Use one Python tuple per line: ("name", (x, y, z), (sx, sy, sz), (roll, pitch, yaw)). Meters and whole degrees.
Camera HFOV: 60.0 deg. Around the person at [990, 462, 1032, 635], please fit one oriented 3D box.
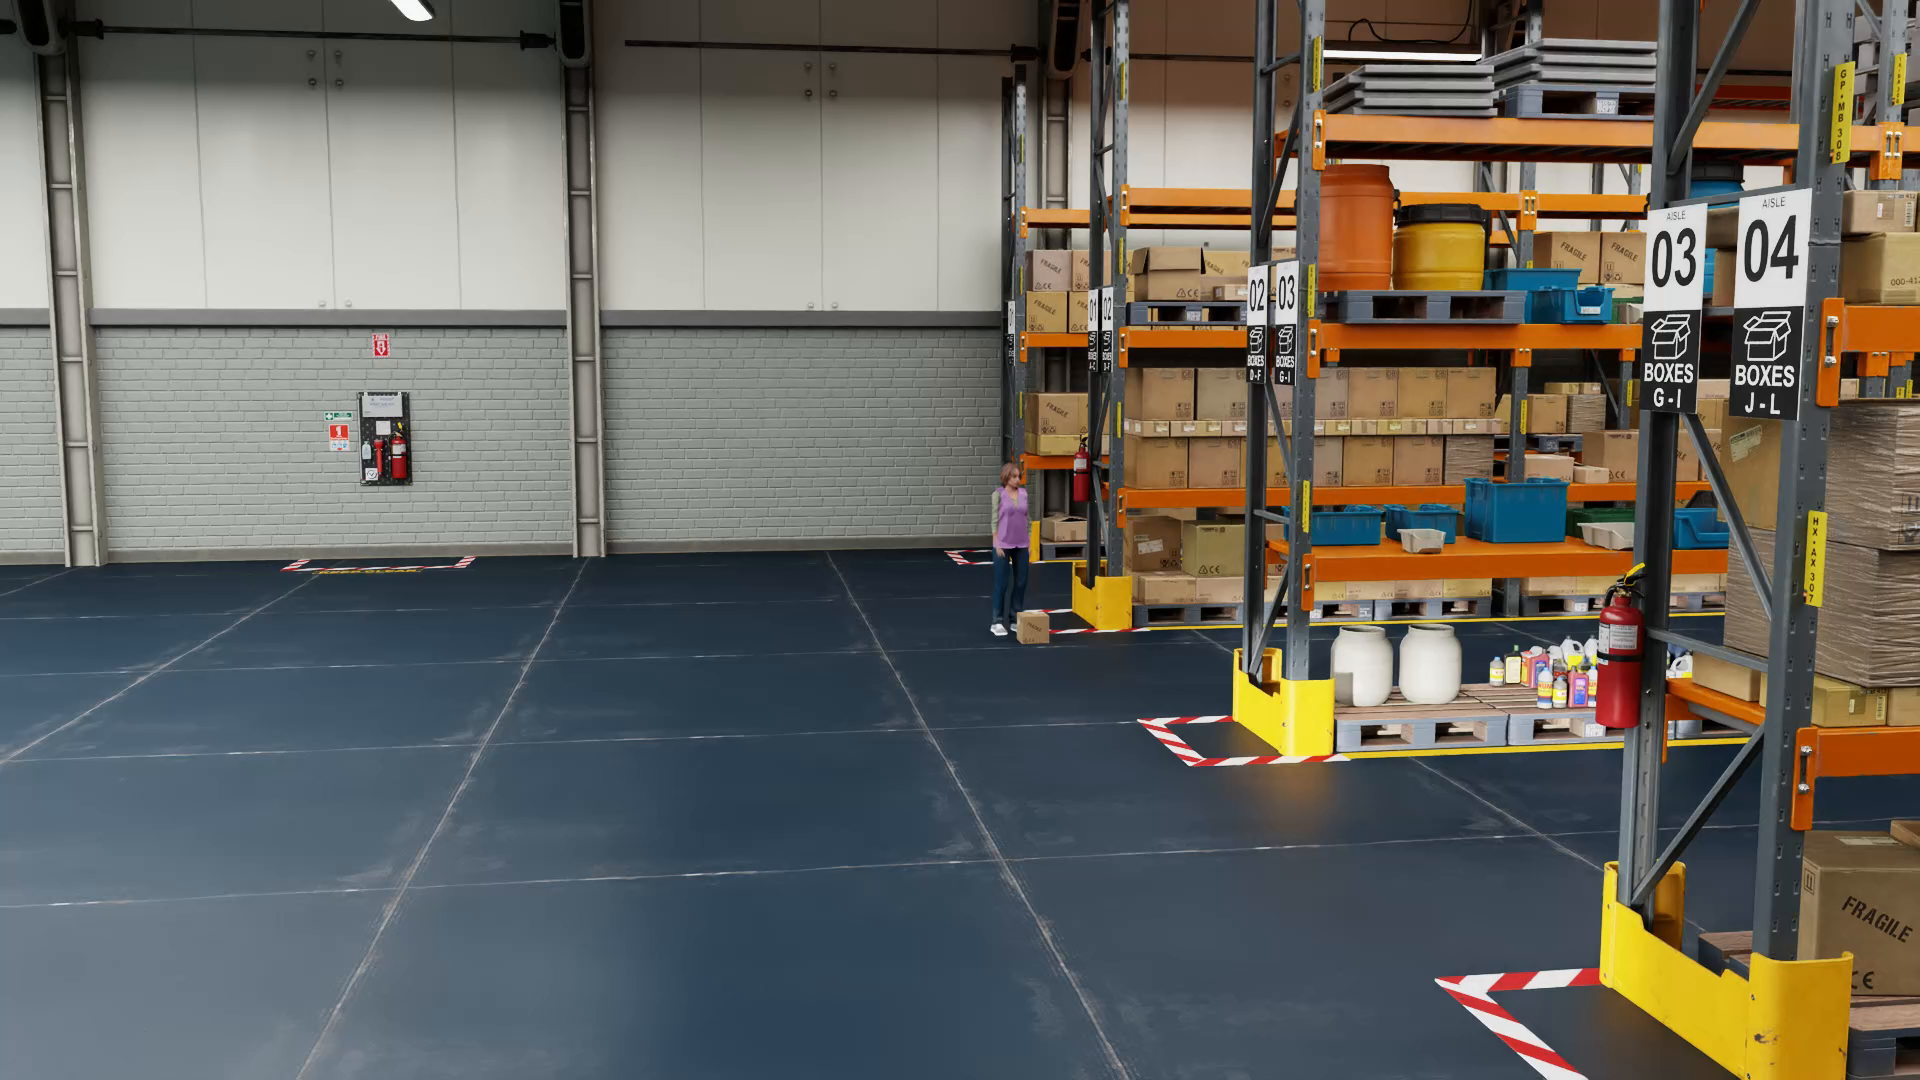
("person", (0.482, 0.078, 15.389), (0.407, 1.596, 0.309), (-3, 7, -24))
